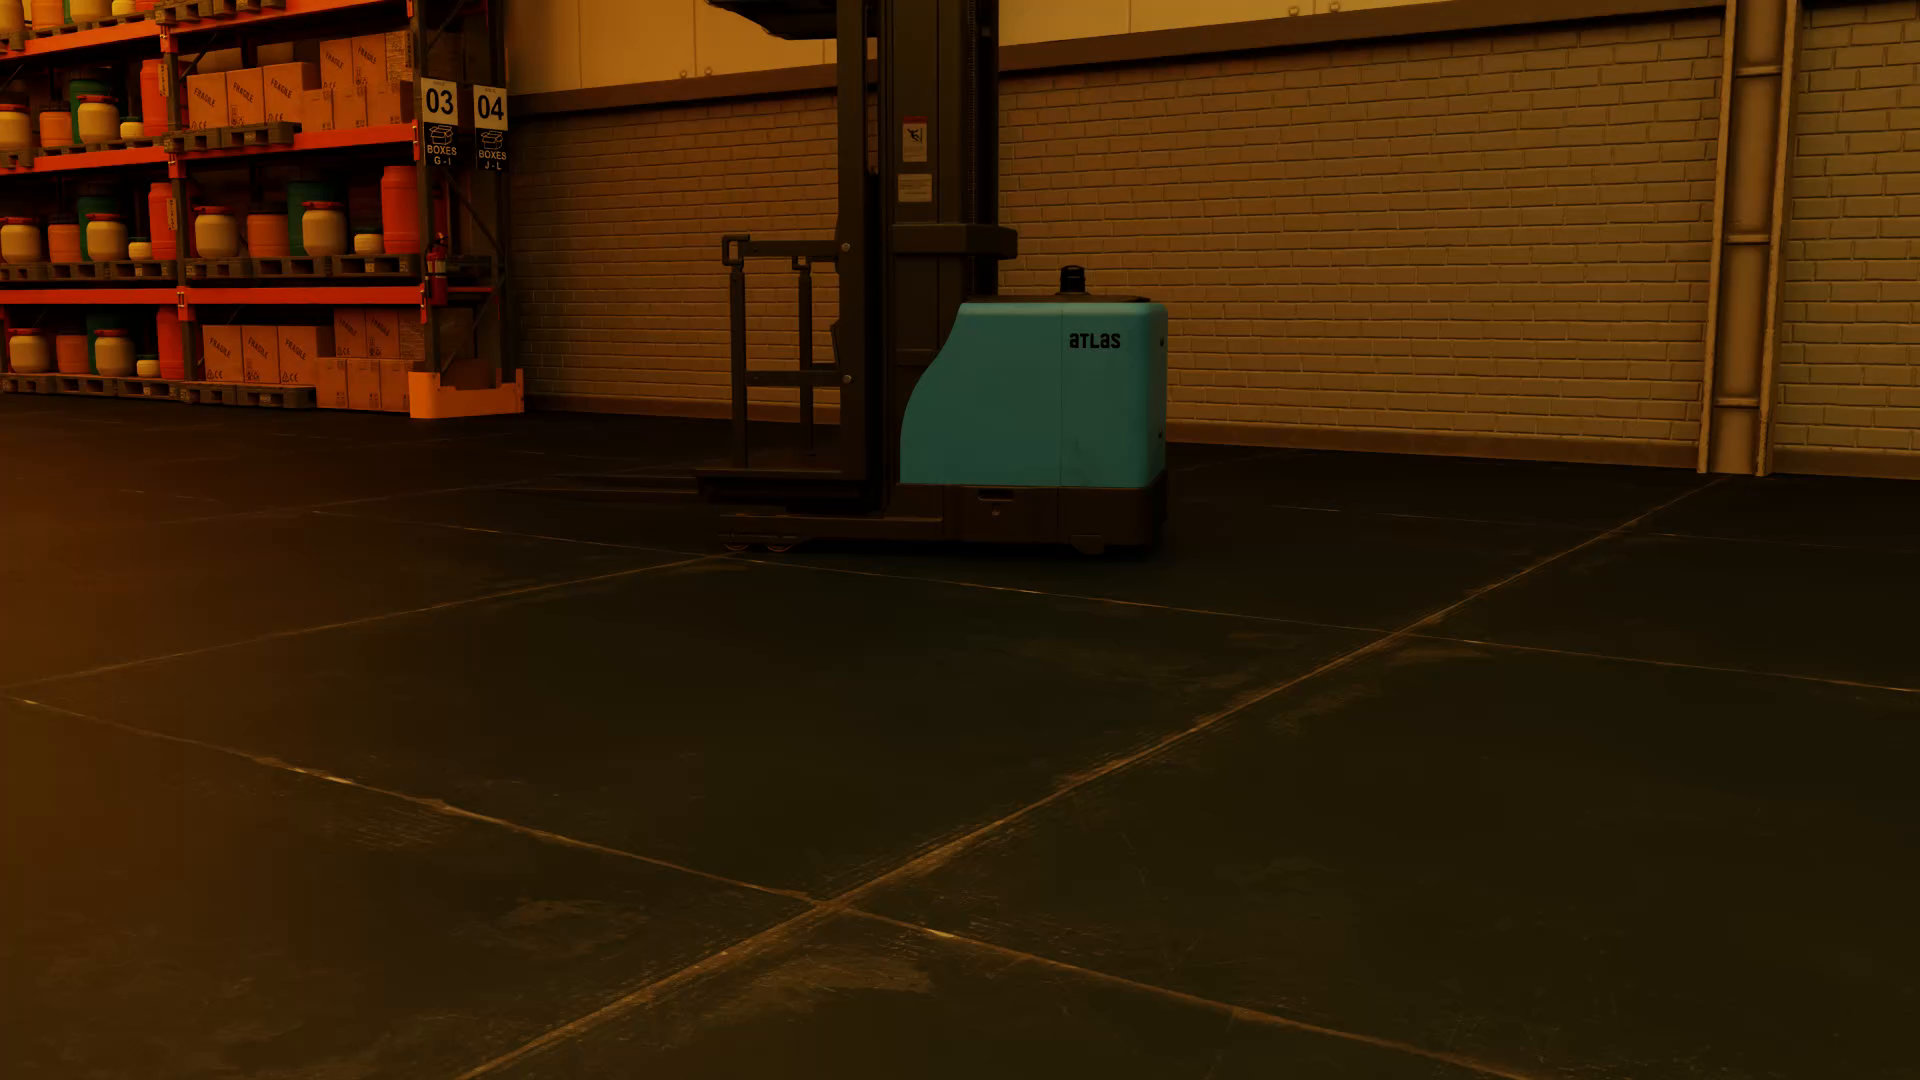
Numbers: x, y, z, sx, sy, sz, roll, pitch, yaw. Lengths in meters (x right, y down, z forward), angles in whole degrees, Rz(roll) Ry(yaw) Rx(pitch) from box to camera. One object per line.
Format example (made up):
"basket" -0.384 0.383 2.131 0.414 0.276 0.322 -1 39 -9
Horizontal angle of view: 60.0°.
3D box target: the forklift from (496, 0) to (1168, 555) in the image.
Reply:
"forklift" -0.596 -1.469 7.520 3.031 2.935 1.130 2 8 12
